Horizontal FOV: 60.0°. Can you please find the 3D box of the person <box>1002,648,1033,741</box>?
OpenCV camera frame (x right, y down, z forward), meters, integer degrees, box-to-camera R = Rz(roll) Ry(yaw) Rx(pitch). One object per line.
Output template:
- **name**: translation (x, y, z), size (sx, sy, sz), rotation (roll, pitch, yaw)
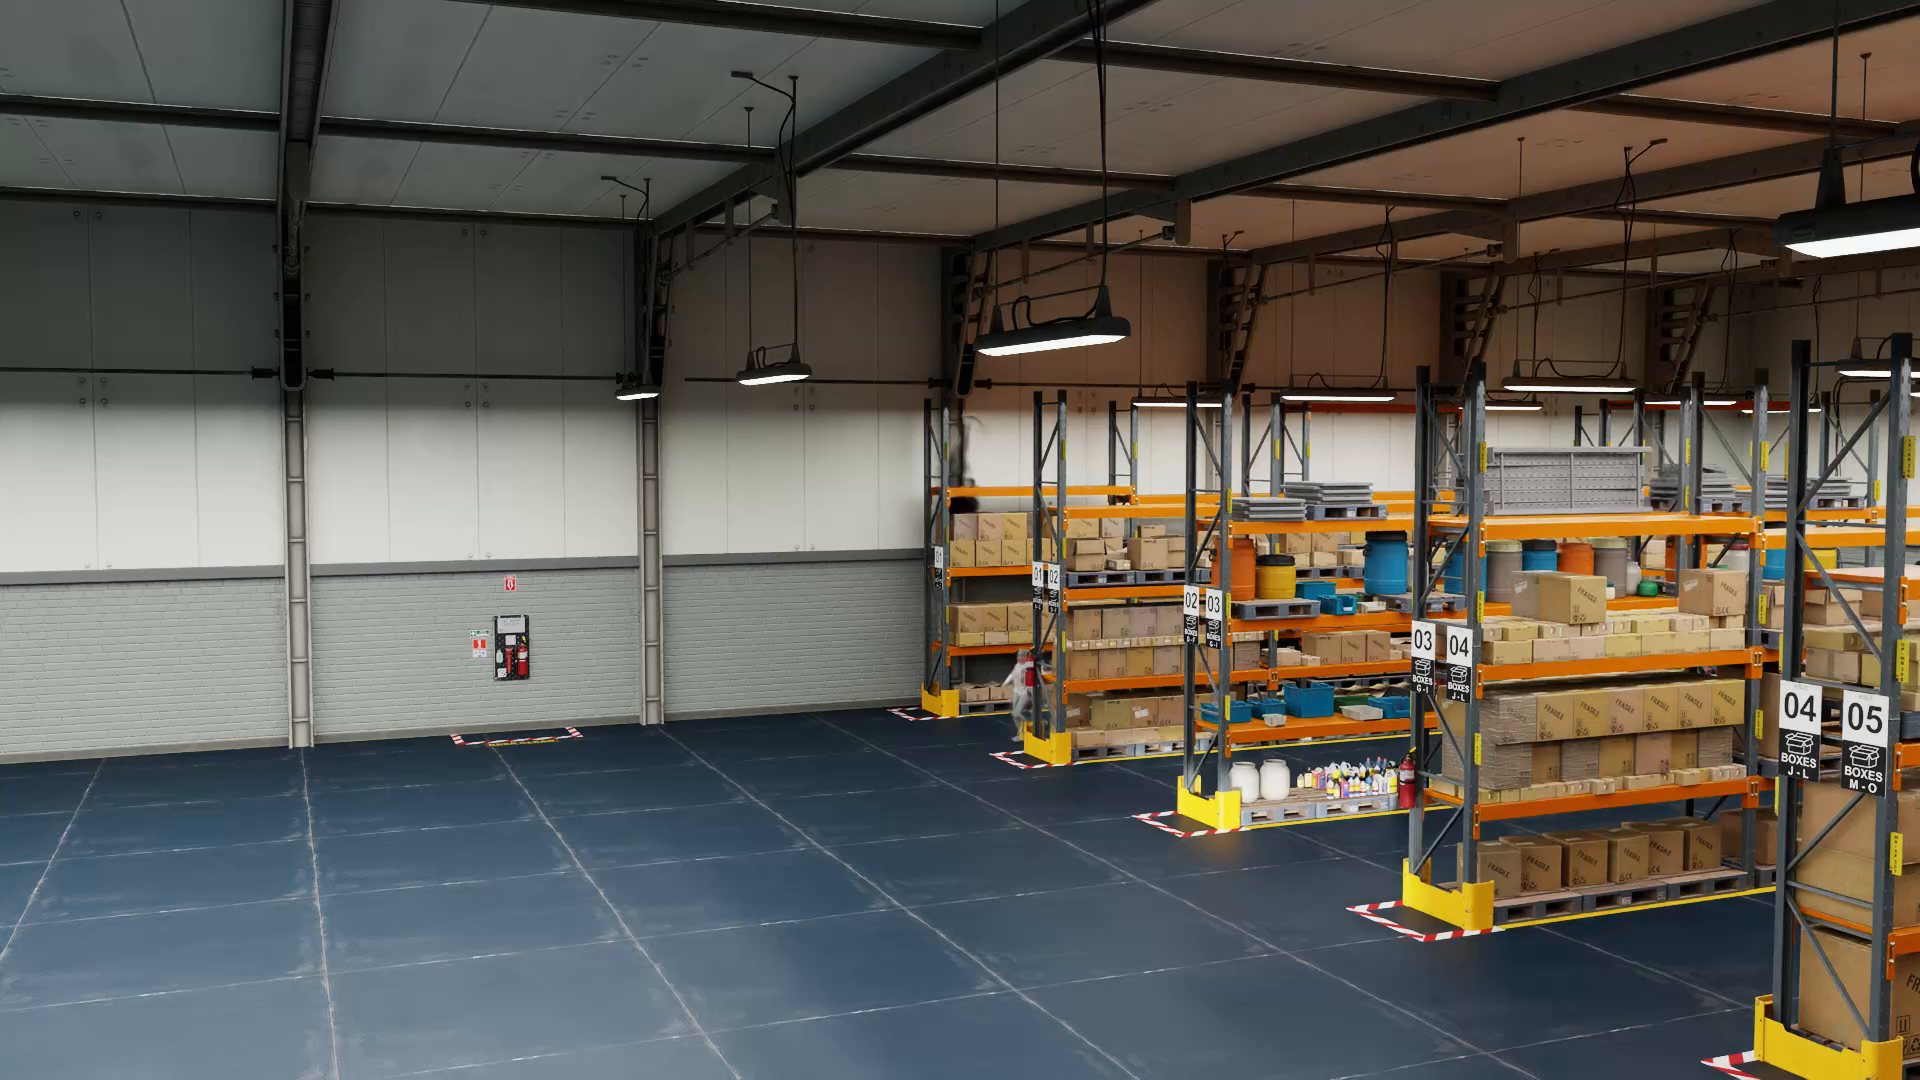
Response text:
- **person**: translation (1.061, 2.663, 28.553), size (0.522, 1.645, 0.752), rotation (-3, 5, -42)
